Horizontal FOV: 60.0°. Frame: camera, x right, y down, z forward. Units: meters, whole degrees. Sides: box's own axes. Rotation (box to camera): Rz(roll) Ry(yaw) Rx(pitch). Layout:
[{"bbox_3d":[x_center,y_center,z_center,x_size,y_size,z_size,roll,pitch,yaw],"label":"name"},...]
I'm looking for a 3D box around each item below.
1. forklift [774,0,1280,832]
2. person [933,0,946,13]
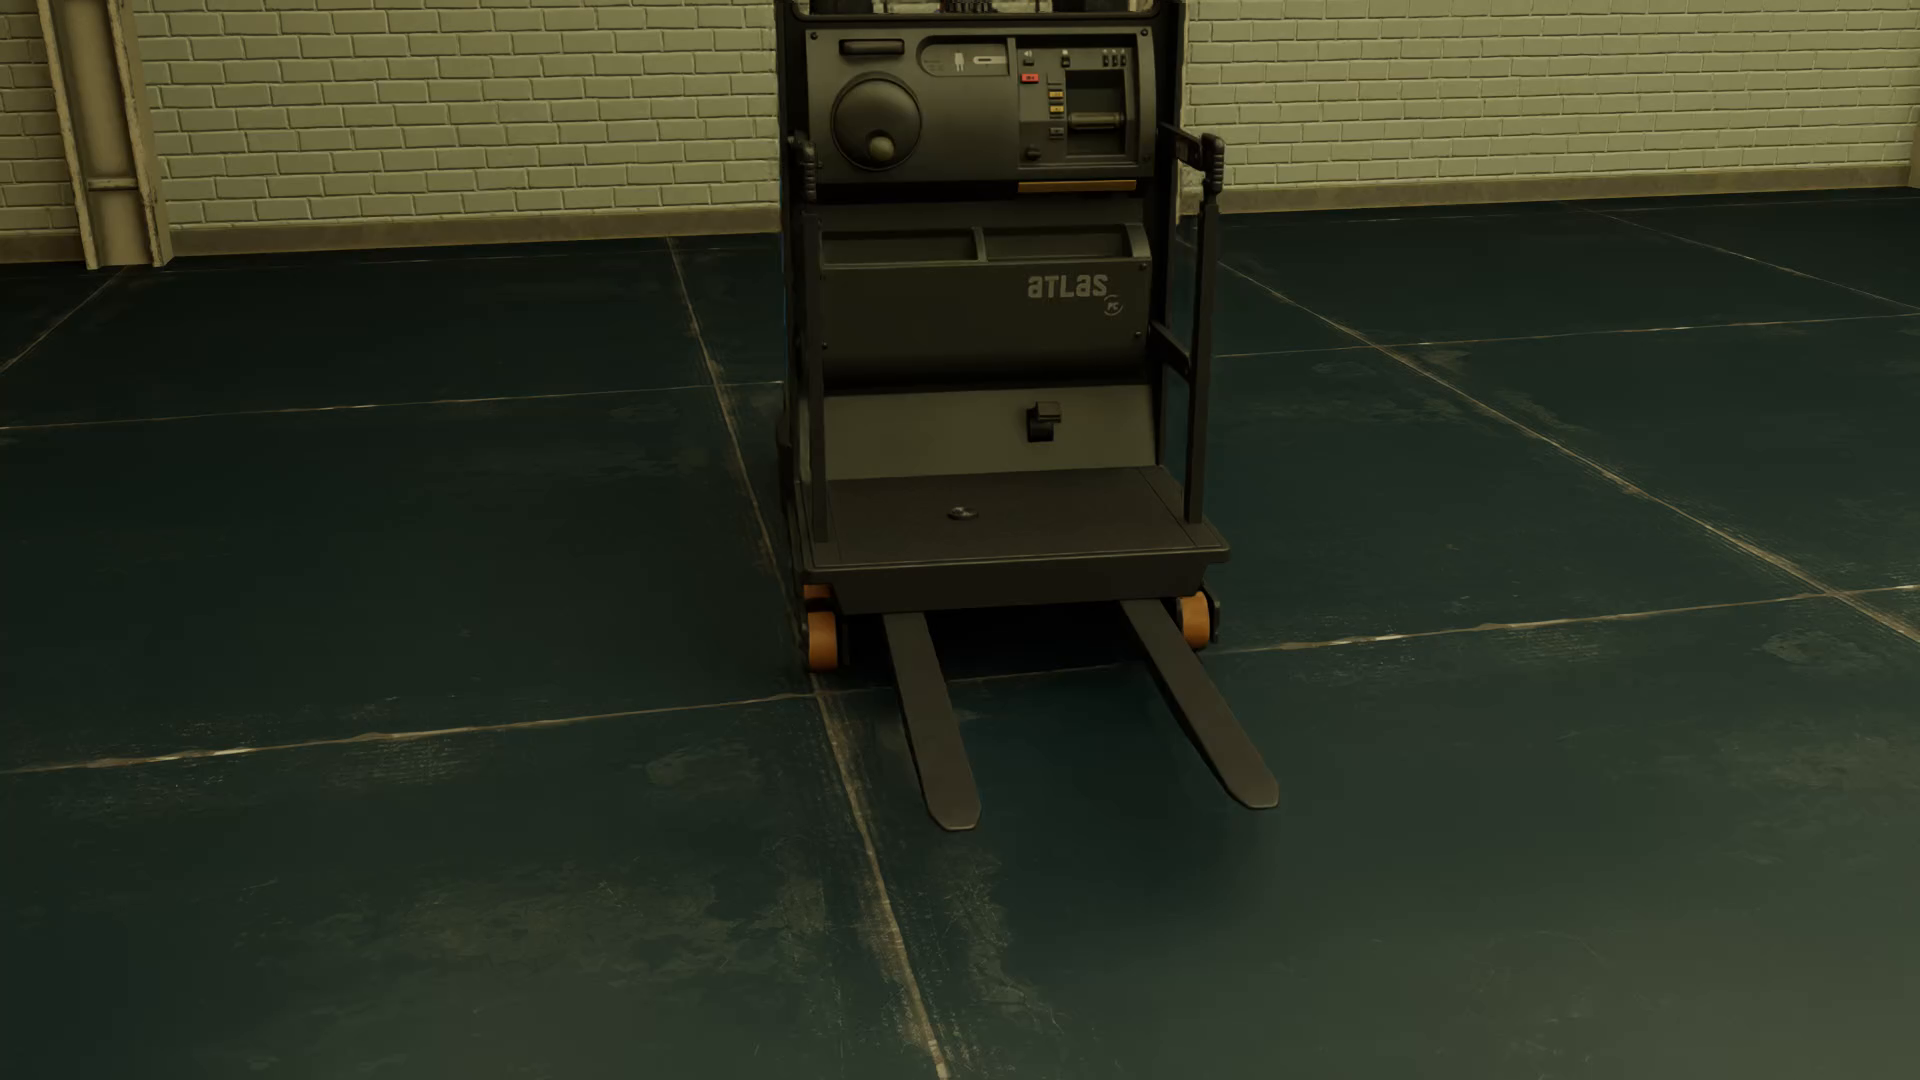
[{"bbox_3d":[0.091,-1.153,4.210,1.130,2.935,3.031,-3,21,-7],"label":"forklift"},{"bbox_3d":[-0.002,-1.889,7.964,0.466,1.634,0.648,-4,21,-11],"label":"person"}]
